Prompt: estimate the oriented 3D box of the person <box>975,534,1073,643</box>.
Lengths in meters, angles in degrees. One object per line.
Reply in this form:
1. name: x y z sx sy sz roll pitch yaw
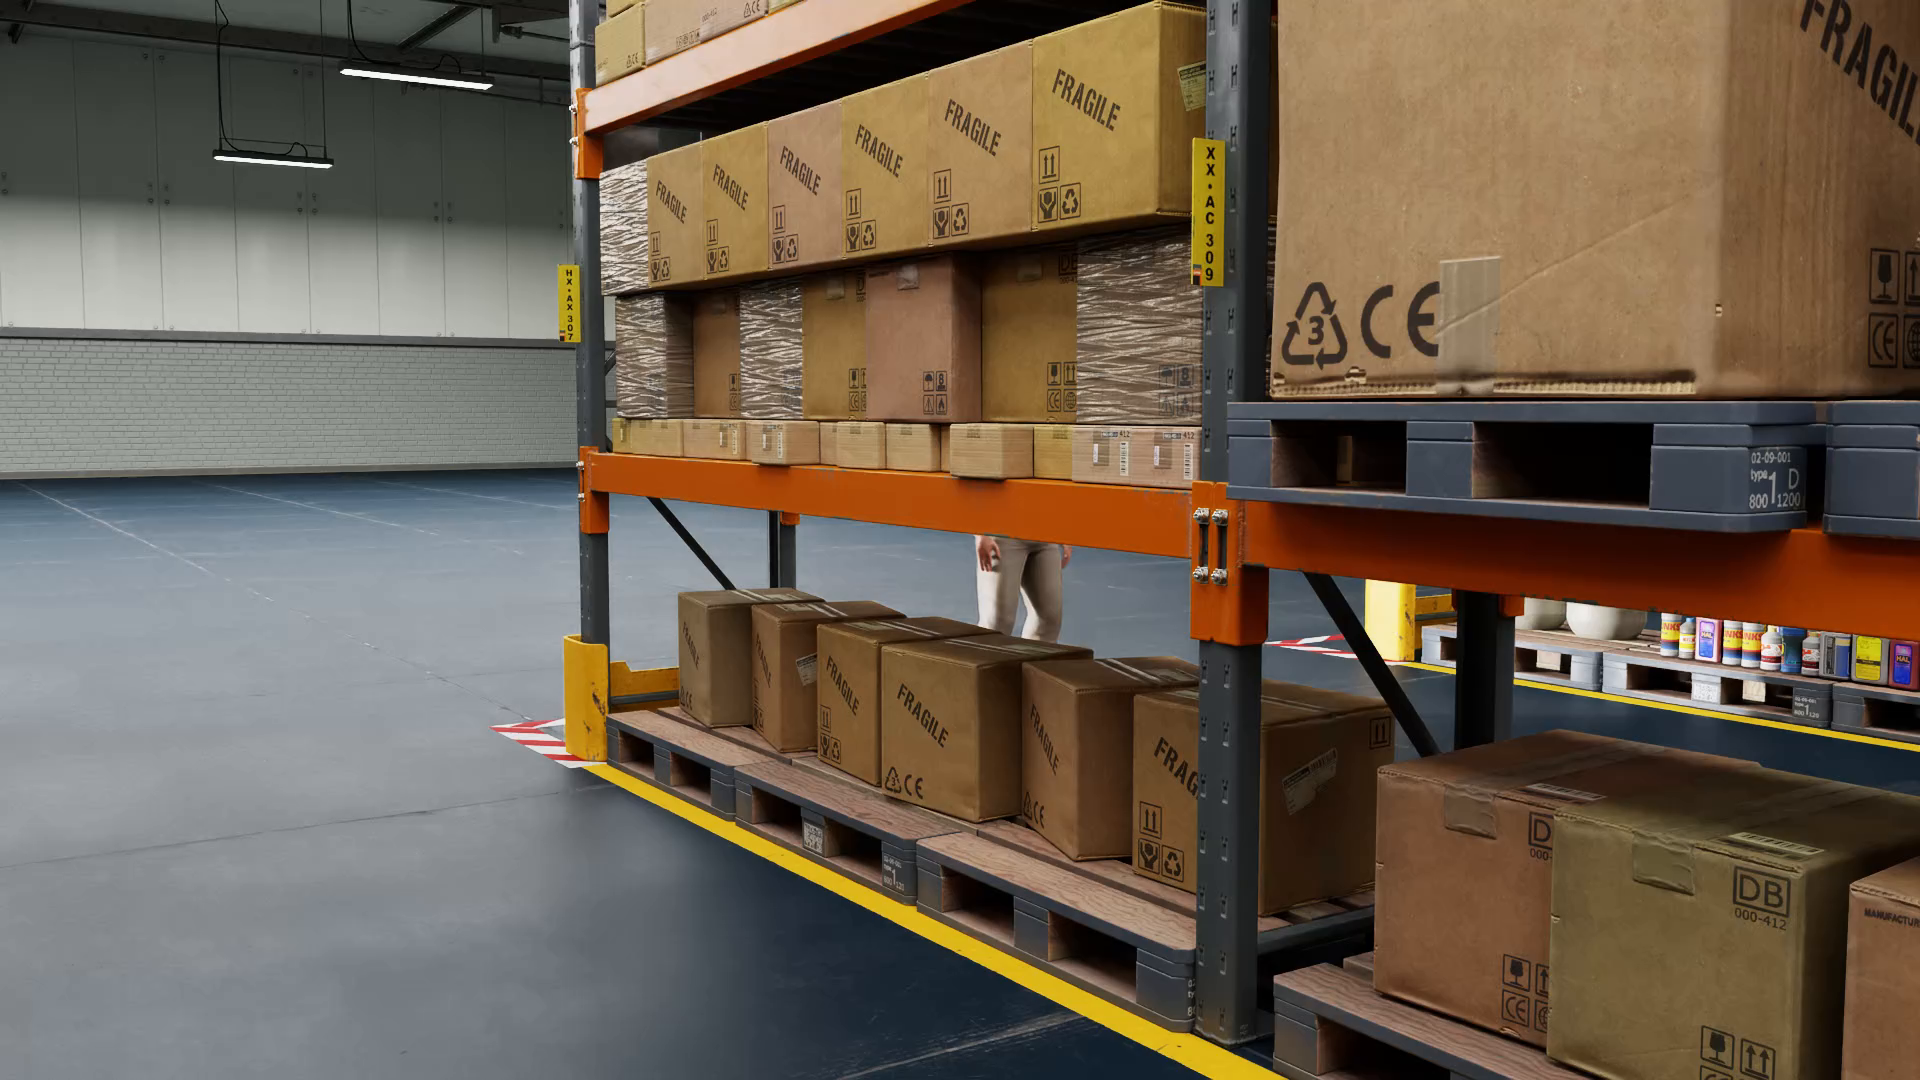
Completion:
1. person: 0.295 -0.003 7.941 0.602 1.726 0.390 -4 6 -37
